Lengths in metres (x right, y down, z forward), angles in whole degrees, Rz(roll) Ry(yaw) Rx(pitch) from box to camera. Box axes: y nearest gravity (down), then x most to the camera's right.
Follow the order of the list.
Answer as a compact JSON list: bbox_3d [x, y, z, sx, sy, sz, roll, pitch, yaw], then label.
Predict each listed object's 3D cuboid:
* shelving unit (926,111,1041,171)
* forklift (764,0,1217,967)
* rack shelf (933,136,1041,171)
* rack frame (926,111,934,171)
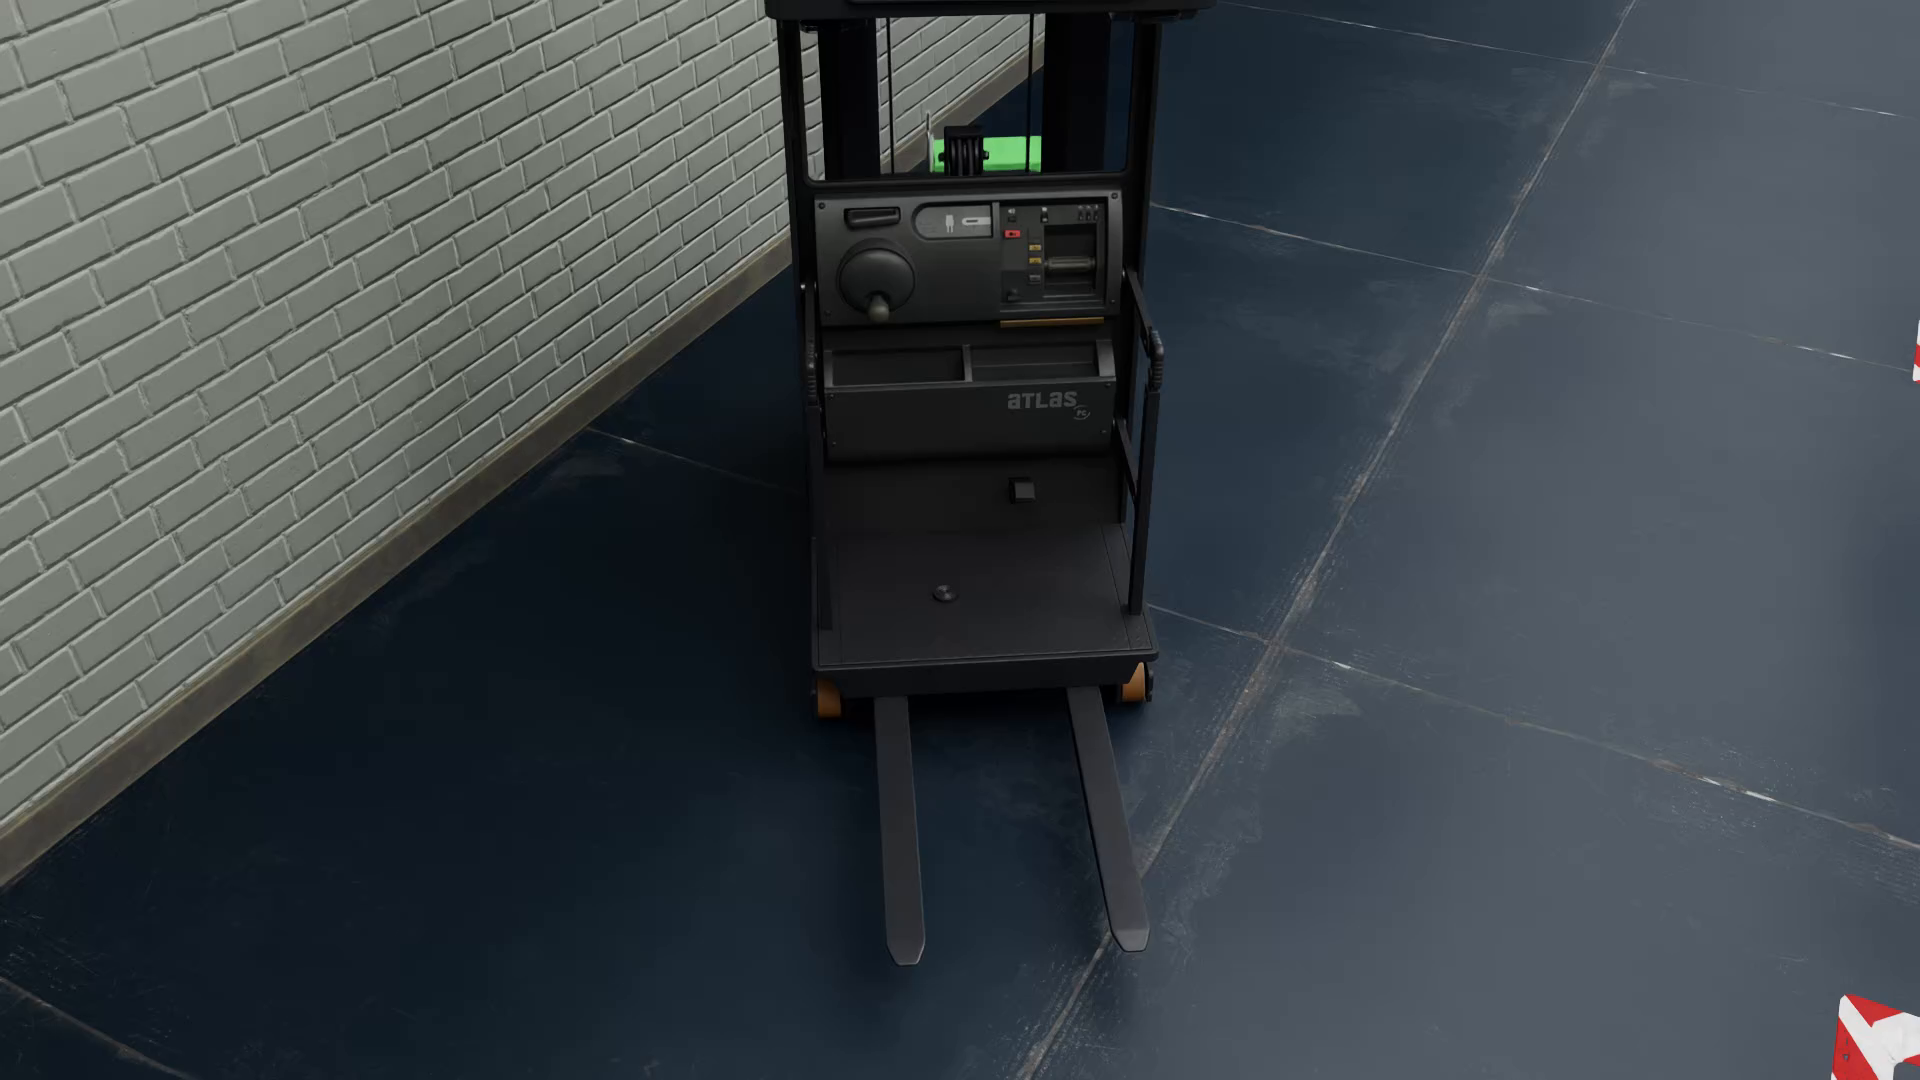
[{"bbox_3d":[0.126,-1.128,6.743,0.503,1.200,0.258,-3,37,-4],"label":"shelving unit"},{"bbox_3d":[0.048,-0.792,4.869,1.130,2.935,3.031,-3,37,-4],"label":"forklift"},{"bbox_3d":[0.126,-1.461,6.493,0.480,0.148,0.258,-3,37,-4],"label":"rack shelf"},{"bbox_3d":[-0.117,-1.117,6.727,0.015,1.200,0.240,-3,37,-4],"label":"rack frame"}]
